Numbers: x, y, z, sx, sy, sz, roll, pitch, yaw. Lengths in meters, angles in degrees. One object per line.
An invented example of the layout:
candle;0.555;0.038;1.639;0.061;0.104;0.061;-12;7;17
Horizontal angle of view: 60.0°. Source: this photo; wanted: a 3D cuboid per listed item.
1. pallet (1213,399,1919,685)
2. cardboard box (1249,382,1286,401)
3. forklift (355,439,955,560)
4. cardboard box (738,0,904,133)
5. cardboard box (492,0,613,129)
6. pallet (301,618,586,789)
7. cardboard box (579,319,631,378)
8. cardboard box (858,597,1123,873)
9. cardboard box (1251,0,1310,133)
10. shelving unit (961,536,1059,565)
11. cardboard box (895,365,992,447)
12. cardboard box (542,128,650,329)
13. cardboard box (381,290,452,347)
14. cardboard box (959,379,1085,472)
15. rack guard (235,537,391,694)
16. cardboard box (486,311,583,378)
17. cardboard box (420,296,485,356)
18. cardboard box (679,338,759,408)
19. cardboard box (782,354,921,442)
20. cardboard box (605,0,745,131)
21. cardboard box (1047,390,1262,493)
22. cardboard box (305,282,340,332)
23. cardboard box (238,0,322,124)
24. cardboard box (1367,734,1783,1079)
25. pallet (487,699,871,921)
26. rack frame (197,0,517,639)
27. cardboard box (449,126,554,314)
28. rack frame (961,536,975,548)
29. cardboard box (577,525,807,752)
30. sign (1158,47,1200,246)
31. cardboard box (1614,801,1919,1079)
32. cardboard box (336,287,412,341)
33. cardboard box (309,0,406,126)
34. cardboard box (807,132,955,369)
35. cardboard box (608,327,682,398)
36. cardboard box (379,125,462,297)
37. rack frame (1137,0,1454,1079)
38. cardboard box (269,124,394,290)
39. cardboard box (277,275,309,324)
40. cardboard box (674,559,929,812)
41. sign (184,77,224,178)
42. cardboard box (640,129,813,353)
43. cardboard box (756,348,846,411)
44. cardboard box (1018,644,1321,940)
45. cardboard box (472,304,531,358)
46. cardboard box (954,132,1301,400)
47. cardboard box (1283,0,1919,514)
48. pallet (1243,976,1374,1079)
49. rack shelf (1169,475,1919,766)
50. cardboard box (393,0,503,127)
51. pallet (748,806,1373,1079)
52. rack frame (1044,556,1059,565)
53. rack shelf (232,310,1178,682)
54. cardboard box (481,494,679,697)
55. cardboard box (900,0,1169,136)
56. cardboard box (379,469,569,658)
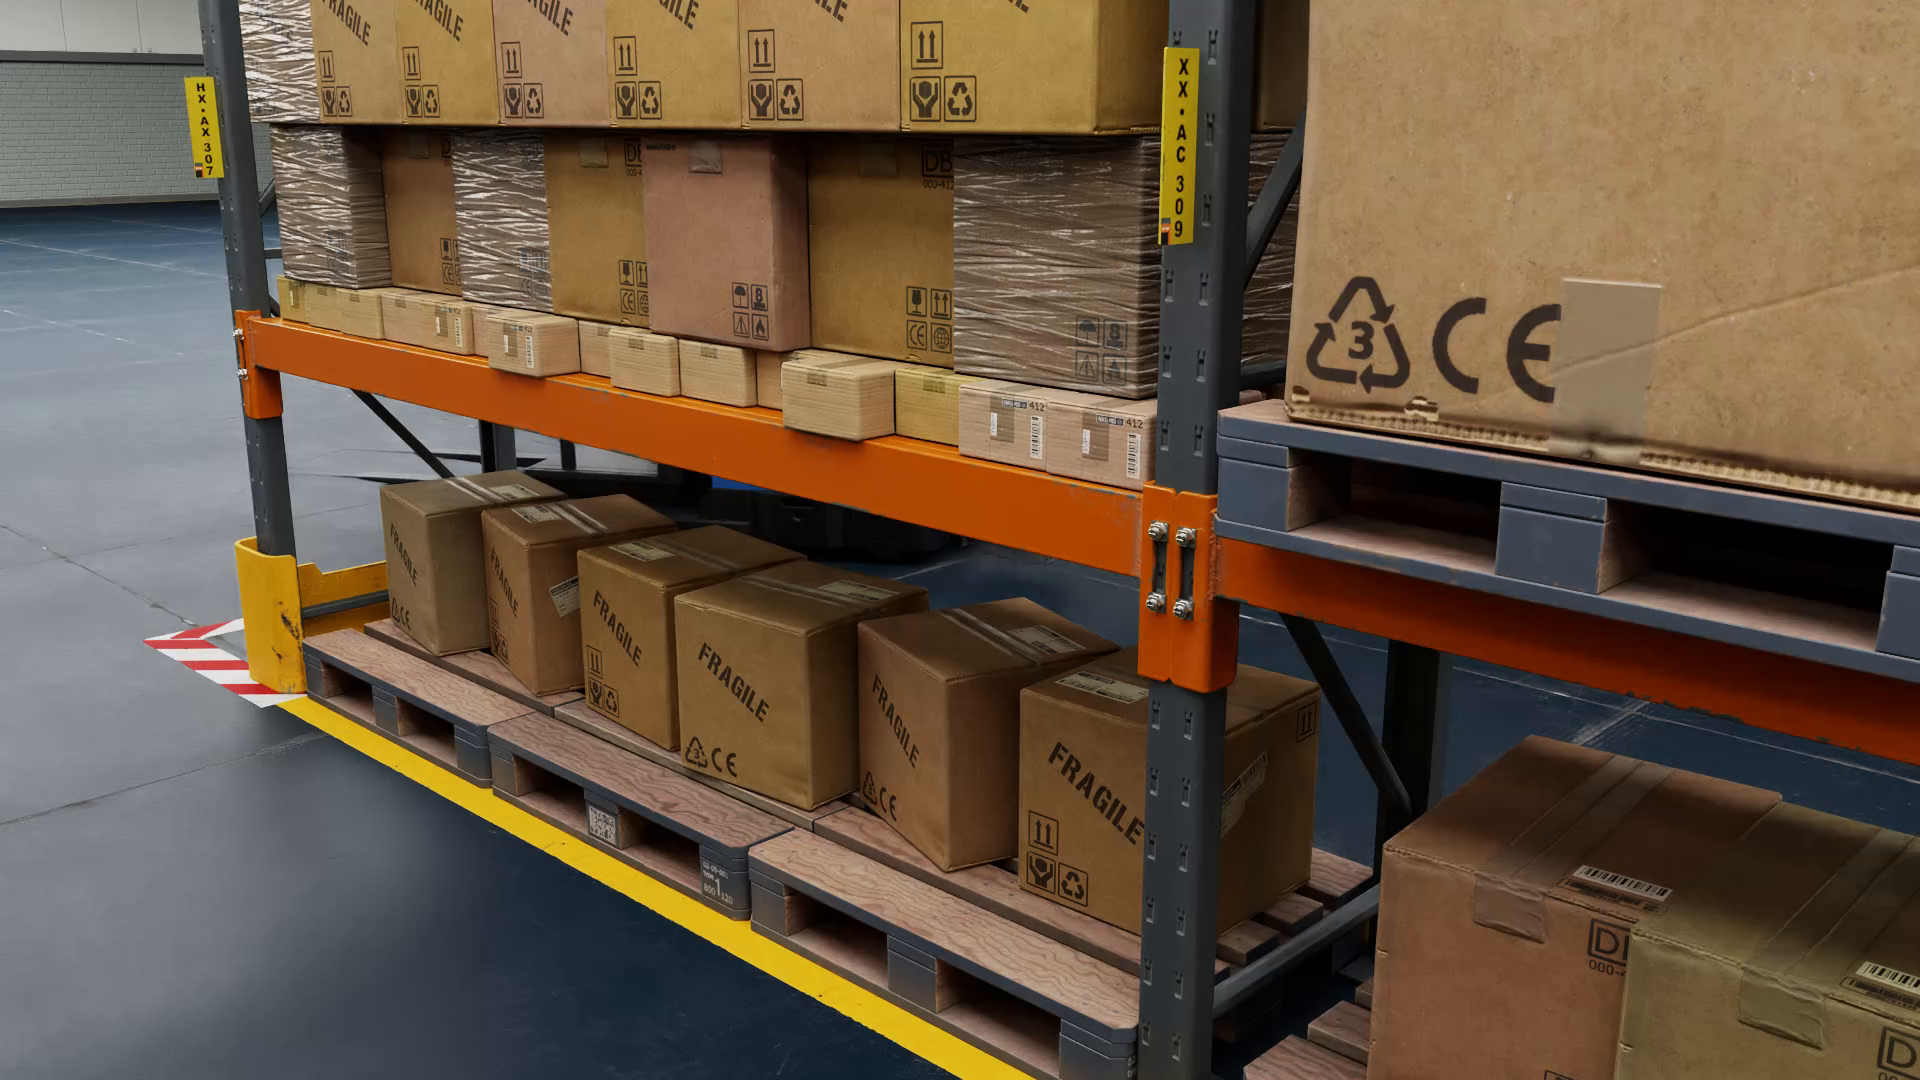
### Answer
pallet;1.196;-0.098;2.740;1.213;0.211;1.003;14;20;42
cardboard box;0.801;-0.322;3.716;0.250;0.149;0.380;14;20;42
forklift;-1.455;-1.507;7.904;3.031;2.935;1.130;3;15;13
cardboard box;-0.129;-1.143;3.600;0.500;0.500;0.500;14;20;42
cardboard box;-0.846;-1.319;4.274;0.500;0.500;0.500;14;20;42
pallet;-1.518;0.460;5.747;1.213;0.211;1.003;14;20;42
cardboard box;-0.808;-0.537;4.541;0.250;0.149;0.380;14;20;42
cardboard box;0.069;0.479;4.268;0.500;0.500;0.500;-8;16;-27
cardboard box;0.599;-1.152;3.633;0.500;0.500;0.500;14;20;42
shelving unit;0.324;-0.981;7.533;0.503;2.100;0.431;12;19;38
cardboard box;0.076;-0.314;3.686;0.250;0.149;0.380;14;20;42
cardboard box;-0.631;-0.891;4.616;0.500;0.500;0.875;14;20;42
cardboard box;-1.562;-0.703;5.178;0.250;0.149;0.380;14;20;42
cardboard box;0.215;-0.259;3.476;0.250;0.149;0.380;14;20;42
rack guard;-2.078;0.172;6.281;0.348;0.500;1.175;14;20;42
cardboard box;-1.081;-0.556;4.616;0.250;0.149;0.380;14;20;42
cardboard box;-1.387;-0.658;5.005;0.250;0.149;0.380;14;20;42
cardboard box;-0.477;-0.442;4.176;0.250;0.149;0.380;14;20;42
cardboard box;-0.181;-0.337;3.776;0.250;0.149;0.380;14;20;42
cardboard box;-0.488;-1.231;3.936;0.500;0.500;0.500;14;20;42
cardboard box;0.388;-0.214;3.302;0.250;0.149;0.380;14;20;42
cardboard box;-1.926;-0.789;5.510;0.250;0.149;0.380;14;20;42
cardboard box;-1.926;-1.582;5.282;0.500;0.500;0.500;14;20;42
cardboard box;1.174;0.757;3.163;0.500;0.500;0.700;12;19;38
pallet;-0.644;0.674;4.928;1.213;0.211;1.003;14;20;42
rack frame;-2.133;-1.051;6.017;0.127;3.000;1.000;14;20;42
cardboard box;-0.983;-0.981;4.960;0.500;0.500;0.875;14;20;42
rack frame;0.135;-1.020;7.682;0.015;2.100;0.400;12;19;38
cardboard box;-0.803;0.279;5.037;0.500;0.500;0.500;-12;19;-39
sign;0.376;-0.670;2.838;0.005;0.325;0.100;14;20;42
cardboard box;1.504;0.844;2.829;0.500;0.500;0.700;14;20;42
cardboard box;-1.757;-0.743;5.332;0.250;0.149;0.380;14;20;42
cardboard box;-1.571;-1.493;4.941;0.500;0.500;0.500;14;20;42
cardboard box;0.130;-0.727;3.986;0.500;0.500;0.875;14;20;42
cardboard box;-0.682;-0.479;4.319;0.250;0.149;0.380;14;20;42
cardboard box;-1.313;-1.076;5.326;0.500;0.500;0.875;14;20;42
rack frame;0.747;-0.351;3.330;0.127;3.000;1.000;14;20;42
cardboard box;-1.756;-1.142;5.578;0.500;0.500;0.875;14;20;42
cardboard box;-2.093;-0.836;5.691;0.250;0.149;0.380;14;20;42
cardboard box;-0.432;0.385;4.631;0.500;0.500;0.500;11;18;37
sign;-2.509;-1.371;5.530;0.005;0.325;0.100;14;20;42
cardboard box;-0.300;-0.796;4.252;0.500;0.500;0.875;14;20;42
cardboard box;-0.269;-0.405;4.036;0.250;0.149;0.380;14;20;42
cardboard box;0.487;0.578;3.889;0.500;0.500;0.500;13;19;41
cardboard box;-1.189;-0.619;4.856;0.250;0.149;0.380;14;20;42
cardboard box;0.466;-0.633;3.626;0.500;0.500;0.875;14;20;42
cardboard box;1.222;-0.680;2.571;1.000;1.000;1.000;14;20;43
pallet;1.308;1.134;3.160;1.213;0.211;1.003;14;20;42
rack shelf;2.187;0.347;2.078;4.000;0.370;1.077;14;20;42
cardboard box;-1.210;-1.406;4.606;0.500;0.500;0.500;14;20;42
pallet;0.239;0.887;4.108;1.213;0.211;1.003;14;20;42
rack frame;0.513;-0.942;7.384;0.015;2.100;0.400;12;19;38
rack shelf;-0.693;-0.353;4.764;4.000;0.370;1.077;14;20;42
cardboard box;-1.241;0.166;5.470;0.500;0.500;0.500;-9;17;-30
cardboard box;0.232;-1.056;3.265;0.500;0.500;0.500;14;20;42
cardboard box;-1.695;0.068;5.848;0.500;0.500;0.500;-10;18;-34
